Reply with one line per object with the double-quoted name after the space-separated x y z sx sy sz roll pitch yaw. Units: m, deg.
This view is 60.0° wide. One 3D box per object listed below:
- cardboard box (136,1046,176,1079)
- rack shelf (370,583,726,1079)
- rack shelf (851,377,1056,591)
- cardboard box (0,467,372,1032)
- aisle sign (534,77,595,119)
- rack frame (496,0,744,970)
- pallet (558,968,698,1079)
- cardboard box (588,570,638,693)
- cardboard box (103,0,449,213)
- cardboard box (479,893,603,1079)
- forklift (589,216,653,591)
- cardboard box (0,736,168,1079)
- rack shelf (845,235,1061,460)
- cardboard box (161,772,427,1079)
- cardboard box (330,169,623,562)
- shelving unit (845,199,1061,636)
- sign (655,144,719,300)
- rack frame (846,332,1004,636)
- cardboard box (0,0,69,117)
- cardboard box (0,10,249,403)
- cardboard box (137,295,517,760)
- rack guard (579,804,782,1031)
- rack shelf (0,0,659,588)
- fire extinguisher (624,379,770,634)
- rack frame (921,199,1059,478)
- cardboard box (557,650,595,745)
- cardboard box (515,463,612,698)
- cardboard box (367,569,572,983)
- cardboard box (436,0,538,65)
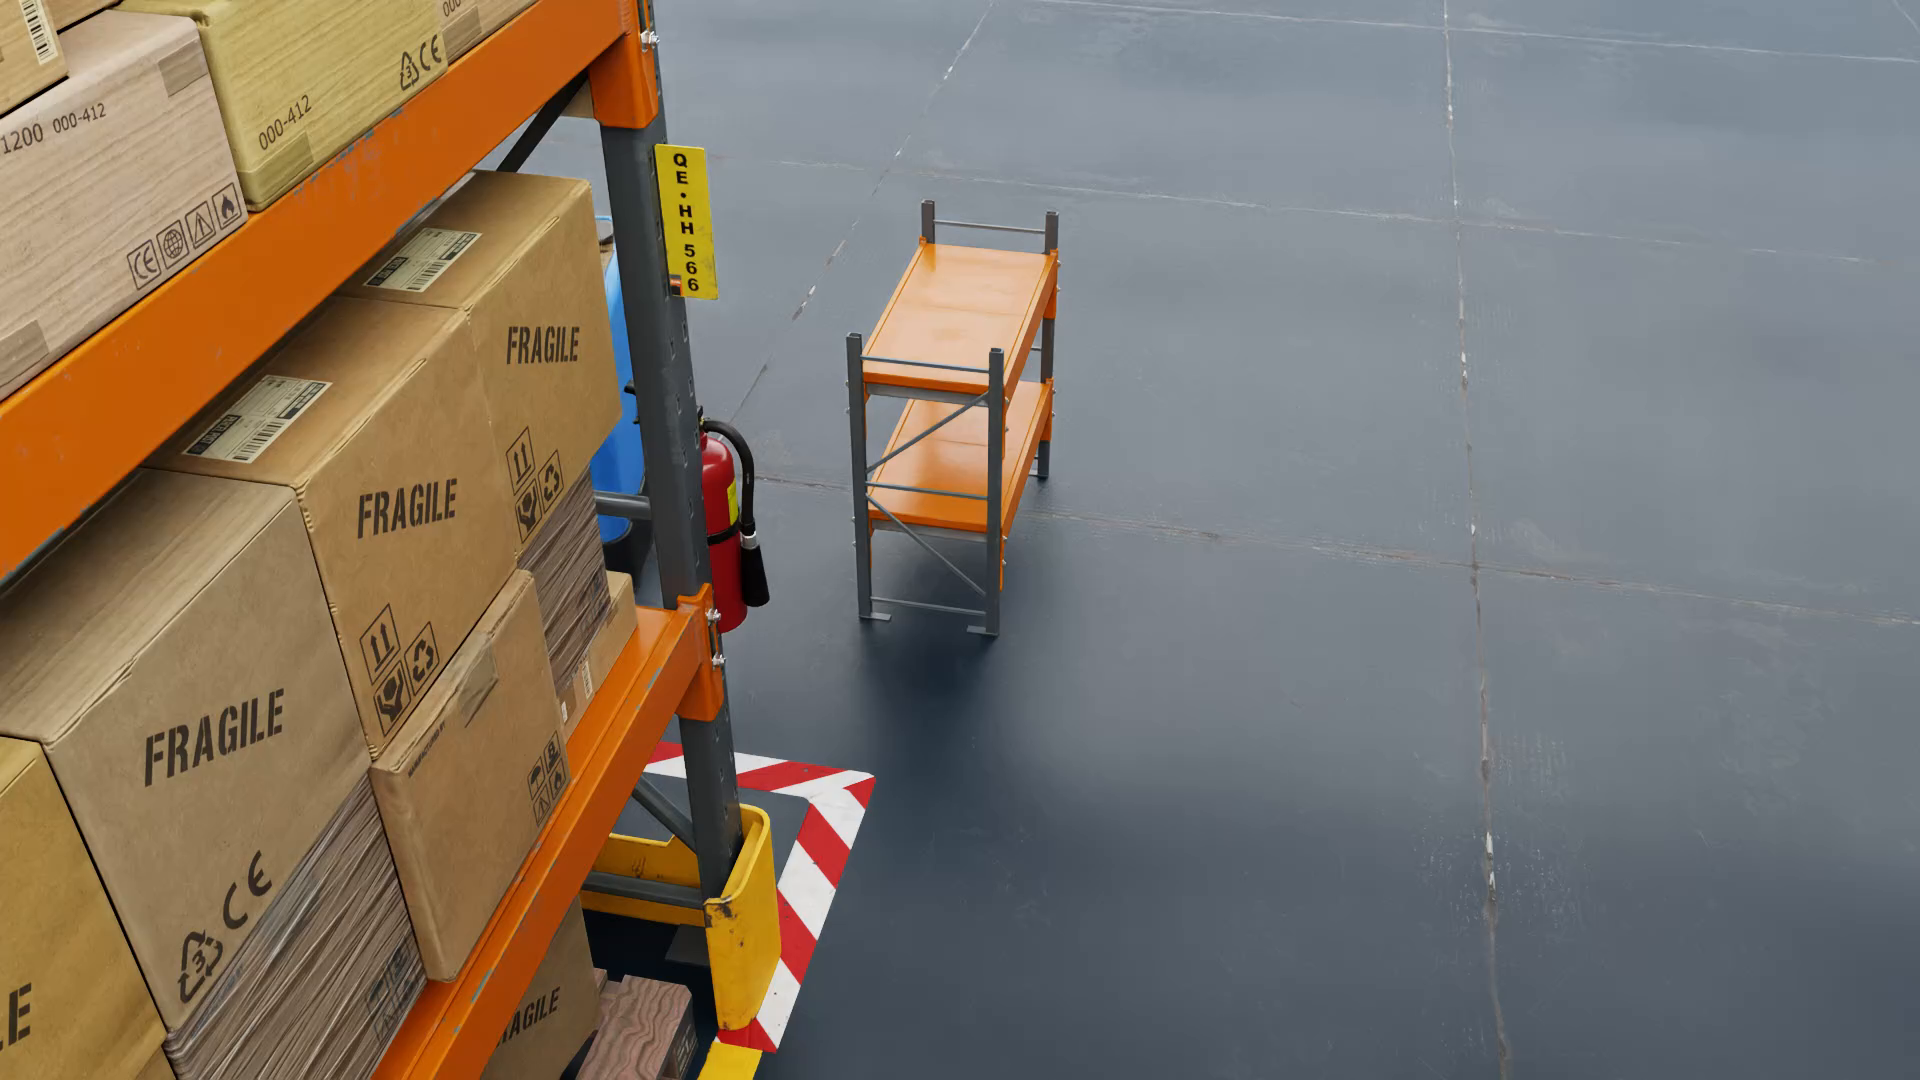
-1.481 0.907 2.104 0.875 0.500 0.500 7 37 10 "cardboard box"
-1.507 1.326 2.478 1.077 0.370 4.000 7 37 10 "rack shelf"
-0.001 -0.254 6.058 0.538 0.278 1.000 7 37 10 "rack shelf"
-1.166 0.242 2.169 0.500 0.500 0.500 7 37 10 "cardboard box"
-0.773 -1.163 3.083 0.394 0.787 0.004 7 37 10 "aisle sign"
-1.079 -0.112 3.849 1.000 3.000 0.127 7 37 10 "rack frame"
-1.304 1.522 3.970 1.003 0.211 1.213 7 37 10 "pallet"
-0.939 0.179 3.661 0.380 0.149 0.250 7 37 10 "cardboard box"
-1.038 -0.671 2.192 0.500 0.250 0.500 8 37 10 "cardboard box"
-1.229 1.086 3.968 0.500 0.500 0.500 14 38 19 "cardboard box"
-2.655 -1.224 5.441 3.031 2.935 1.130 0 36 0 "forklift"
-1.281 0.528 1.775 0.500 0.500 0.500 7 37 10 "cardboard box"
-0.001 -0.689 5.743 0.538 0.278 1.000 7 37 10 "rack shelf"
-1.362 0.622 2.497 0.875 0.500 0.500 7 37 10 "cardboard box"
-0.955 -0.332 2.961 0.500 0.500 0.500 7 37 10 "cardboard box"
-0.001 -0.452 5.915 0.538 1.125 1.048 7 37 10 "shelving unit"
-0.541 -0.628 3.304 0.100 0.325 0.005 7 37 10 "sign"
-0.110 -0.160 5.512 0.500 1.125 0.032 7 37 10 "rack frame"
-1.119 -0.484 1.594 0.380 0.149 0.250 6 36 8 "cardboard box"
-1.156 -0.378 1.788 0.500 0.250 0.500 8 37 11 "cardboard box"
-1.057 -0.044 2.564 0.500 0.500 0.500 7 37 10 "cardboard box"
-1.096 0.944 4.522 1.175 0.500 0.348 7 37 10 "rack guard"
-1.507 0.111 1.598 1.077 0.370 4.000 7 37 10 "rack shelf"
-0.605 -0.089 3.882 0.296 0.674 0.183 7 37 10 "fire extinguisher"
0.107 -0.743 6.317 0.500 1.125 0.032 7 37 10 "rack frame"
-0.993 0.322 3.464 0.380 0.149 0.250 7 37 10 "cardboard box"
-1.224 0.039 3.302 0.875 0.500 0.500 7 37 10 "cardboard box"
-1.213 0.340 2.885 0.875 0.500 0.500 7 37 10 "cardboard box"
-0.934 -0.958 2.587 0.500 0.250 0.500 8 37 11 "cardboard box"
